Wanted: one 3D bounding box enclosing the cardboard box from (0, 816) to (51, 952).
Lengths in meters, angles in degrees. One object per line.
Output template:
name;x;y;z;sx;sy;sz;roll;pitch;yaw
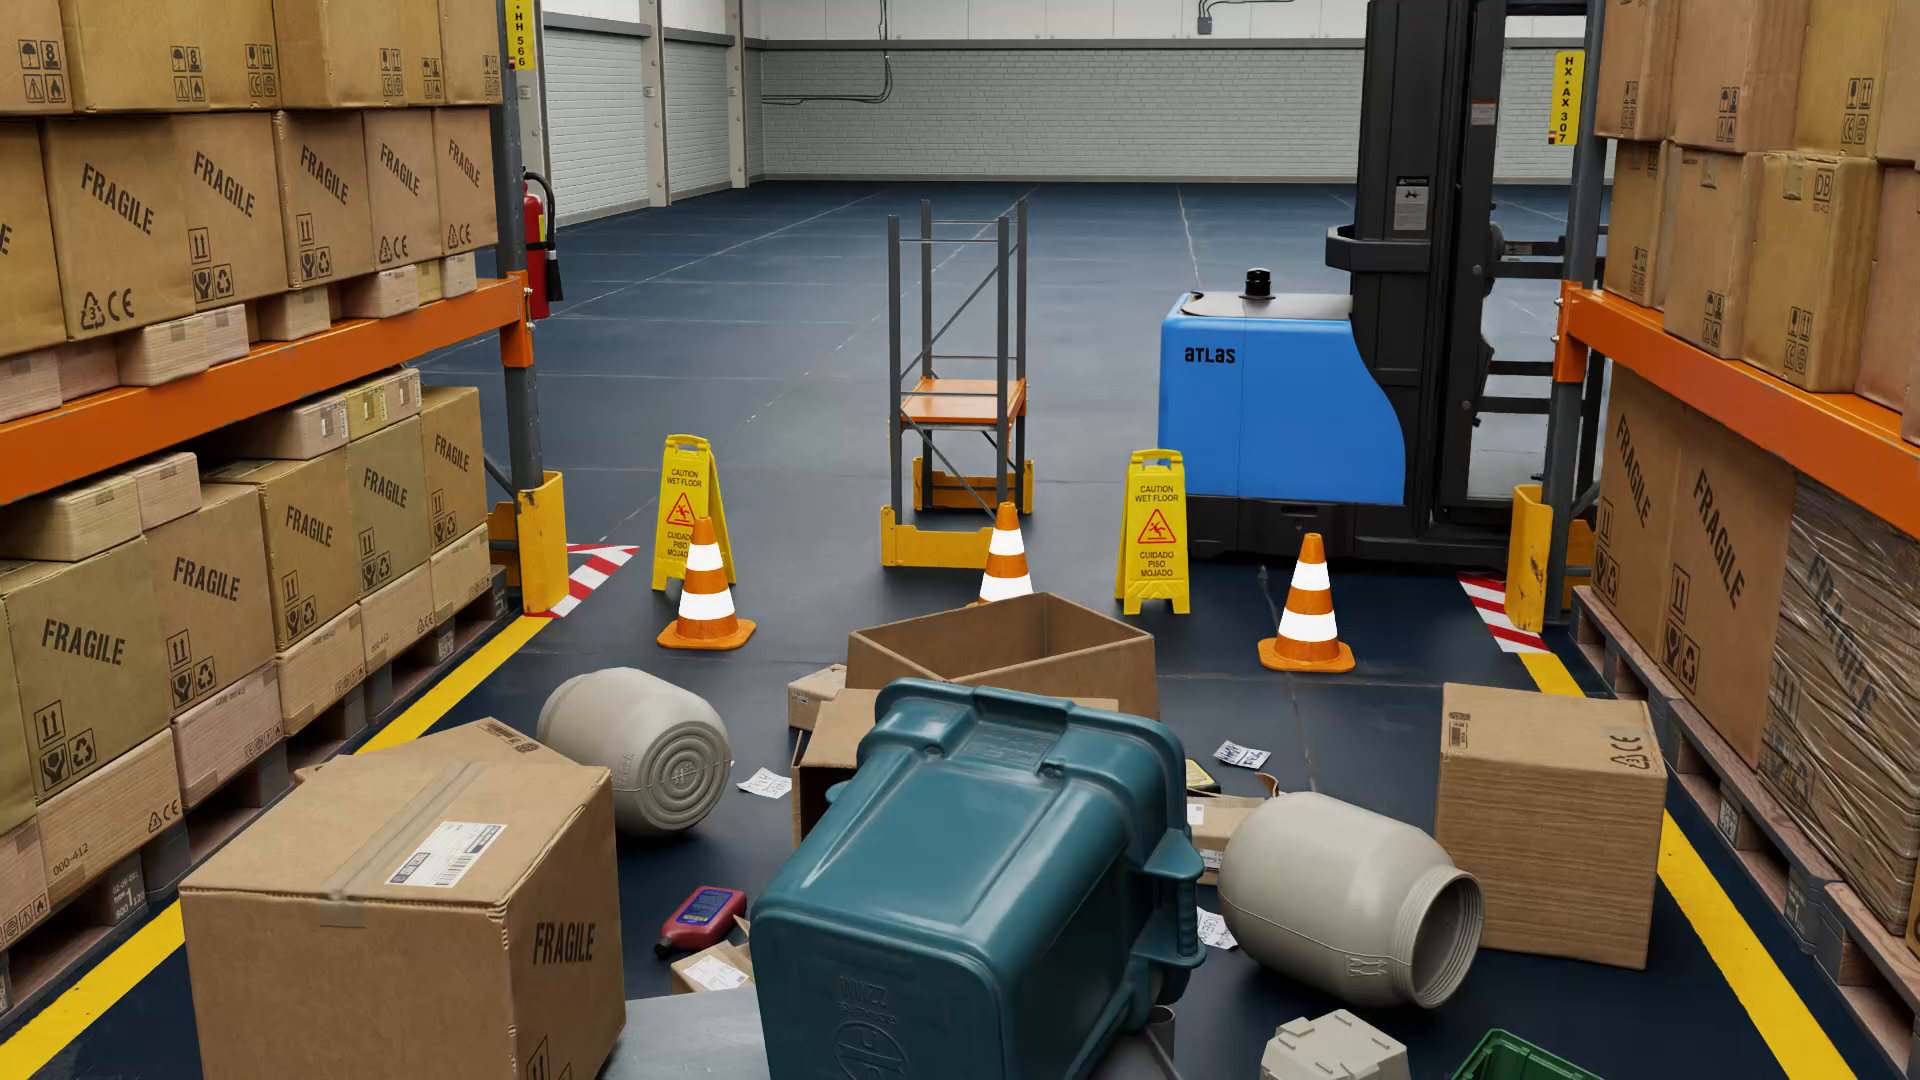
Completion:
cardboard box;-2.311;0.781;3.492;0.500;0.250;0.500;1;15;4

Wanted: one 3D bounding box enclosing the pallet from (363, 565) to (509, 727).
pallet;-2.330;0.339;6.004;1.003;0.211;1.213;2;15;6

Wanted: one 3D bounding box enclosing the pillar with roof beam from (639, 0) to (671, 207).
pillar with roof beam;-1.116;-10.221;28.223;9.100;9.000;0.400;2;15;6

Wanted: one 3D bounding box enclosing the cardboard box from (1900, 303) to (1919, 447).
cardboard box;2.353;-0.391;3.075;0.875;0.550;0.550;2;15;6

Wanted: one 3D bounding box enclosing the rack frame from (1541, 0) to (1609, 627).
rack frame;2.735;-1.117;6.046;1.000;3.000;0.127;2;15;6

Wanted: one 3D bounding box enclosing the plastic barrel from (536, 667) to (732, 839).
plastic barrel;-0.924;0.588;4.678;0.421;0.421;0.512;-14;20;-42

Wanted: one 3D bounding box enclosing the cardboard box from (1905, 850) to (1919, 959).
cardboard box;2.424;0.583;3.027;0.875;0.875;0.875;2;15;7

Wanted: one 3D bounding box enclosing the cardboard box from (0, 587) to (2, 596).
cardboard box;-2.238;0.075;3.423;0.380;0.149;0.250;2;15;7

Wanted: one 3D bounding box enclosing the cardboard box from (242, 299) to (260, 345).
cardboard box;-2.216;-0.616;4.675;0.380;0.149;0.250;2;15;6

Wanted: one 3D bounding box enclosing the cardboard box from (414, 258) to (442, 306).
cardboard box;-1.993;-0.877;5.640;0.380;0.149;0.250;1;15;5

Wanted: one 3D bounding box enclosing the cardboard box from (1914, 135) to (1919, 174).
cardboard box;2.306;-0.914;2.939;0.875;0.550;0.550;2;15;6

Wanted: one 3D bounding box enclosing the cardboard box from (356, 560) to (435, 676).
cardboard box;-2.085;0.240;5.491;0.500;0.250;0.500;2;15;6

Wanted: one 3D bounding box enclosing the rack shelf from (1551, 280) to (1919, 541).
rack shelf;2.509;-0.251;4.221;1.077;0.370;4.000;2;15;6

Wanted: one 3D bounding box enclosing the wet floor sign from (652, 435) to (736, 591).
wet floor sign;-1.110;-0.118;6.861;0.267;0.644;0.232;7;17;25

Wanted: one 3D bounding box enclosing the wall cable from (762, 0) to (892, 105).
wall cable;-3.070;-11.131;37.534;3.097;2.526;0.112;2;15;6

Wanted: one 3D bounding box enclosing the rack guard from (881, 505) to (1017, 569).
rack guard;-0.048;-0.011;7.225;0.587;0.250;0.087;2;15;6

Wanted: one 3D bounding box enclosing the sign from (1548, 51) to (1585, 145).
sign;2.184;-1.591;5.988;0.100;0.325;0.005;2;15;6

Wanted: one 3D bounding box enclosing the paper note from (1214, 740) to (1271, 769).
paper note;0.876;0.663;5.154;0.144;0.017;0.142;7;17;25

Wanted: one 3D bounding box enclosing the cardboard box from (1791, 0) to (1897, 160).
cardboard box;2.555;-1.187;3.951;0.875;0.550;0.500;2;15;6

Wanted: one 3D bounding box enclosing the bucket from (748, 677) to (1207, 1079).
bucket;0.008;0.664;2.819;0.726;0.611;0.620;7;27;25

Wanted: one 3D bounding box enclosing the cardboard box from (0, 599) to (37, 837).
cardboard box;-2.311;0.419;3.394;0.500;0.500;0.500;2;15;9

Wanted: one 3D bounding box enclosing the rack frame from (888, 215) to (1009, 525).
rack frame;-0.048;-0.614;7.061;0.500;1.500;0.032;2;15;6

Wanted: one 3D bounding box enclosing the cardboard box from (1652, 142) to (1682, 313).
cardboard box;2.698;-0.948;5.135;0.875;0.550;0.550;2;15;6

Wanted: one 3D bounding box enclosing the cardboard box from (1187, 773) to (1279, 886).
cardboard box;0.647;0.740;4.415;0.396;0.266;0.258;4;16;16

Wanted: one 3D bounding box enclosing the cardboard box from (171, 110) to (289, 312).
cardboard box;-2.179;-0.889;4.442;0.500;0.500;0.500;2;15;7

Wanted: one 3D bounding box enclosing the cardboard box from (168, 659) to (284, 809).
cardboard box;-2.205;0.504;4.514;0.500;0.250;0.500;1;15;6

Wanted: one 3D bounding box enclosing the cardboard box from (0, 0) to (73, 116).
cardboard box;-2.302;-1.113;3.355;0.700;0.500;0.500;2;15;7

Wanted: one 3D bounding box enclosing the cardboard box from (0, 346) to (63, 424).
cardboard box;-2.253;-0.350;3.691;0.380;0.149;0.250;2;15;8

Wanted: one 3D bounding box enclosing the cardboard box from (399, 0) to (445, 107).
cardboard box;-2.100;-1.641;5.307;0.700;0.500;0.500;2;15;7

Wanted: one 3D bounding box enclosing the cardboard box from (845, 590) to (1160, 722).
cardboard box;0.122;0.499;4.853;0.797;0.503;0.637;-10;18;-32

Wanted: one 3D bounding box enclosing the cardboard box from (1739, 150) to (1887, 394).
cardboard box;2.491;-0.668;4.099;0.875;0.550;0.500;2;15;6

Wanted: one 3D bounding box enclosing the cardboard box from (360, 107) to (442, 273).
cardboard box;-2.044;-1.150;5.406;0.500;0.500;0.500;2;15;6

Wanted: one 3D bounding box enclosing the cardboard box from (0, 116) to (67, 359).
cardboard box;-2.286;-0.628;3.475;0.500;0.500;0.500;2;15;6

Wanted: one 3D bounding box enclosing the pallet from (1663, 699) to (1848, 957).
pallet;2.582;0.755;4.467;1.003;0.211;1.213;2;15;6

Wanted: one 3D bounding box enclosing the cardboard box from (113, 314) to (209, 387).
cardboard box;-2.138;-0.481;4.177;0.380;0.149;0.250;2;15;7

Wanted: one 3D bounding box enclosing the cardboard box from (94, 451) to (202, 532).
cardboard box;-2.154;-0.128;4.174;0.380;0.149;0.250;3;15;9

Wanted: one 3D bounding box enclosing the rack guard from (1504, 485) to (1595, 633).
rack guard;2.738;0.084;6.395;1.175;0.500;0.348;2;15;6

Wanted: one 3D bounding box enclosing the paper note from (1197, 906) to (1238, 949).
paper note;0.618;0.952;4.099;0.172;0.023;0.155;7;17;25

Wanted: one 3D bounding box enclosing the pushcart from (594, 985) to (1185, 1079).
pushcart;-0.375;1.121;2.793;1.648;0.377;0.936;-4;16;-13

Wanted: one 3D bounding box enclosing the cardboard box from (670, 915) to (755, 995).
cardboard box;-0.422;0.973;3.556;0.258;0.266;0.396;-10;18;-32

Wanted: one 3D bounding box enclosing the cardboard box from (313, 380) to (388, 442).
cardboard box;-2.032;-0.409;5.212;0.380;0.149;0.250;2;15;7

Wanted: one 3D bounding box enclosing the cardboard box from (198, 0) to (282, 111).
cardboard box;-2.250;-1.380;4.343;0.700;0.500;0.500;2;15;6

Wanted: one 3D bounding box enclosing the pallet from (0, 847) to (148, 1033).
pallet;-2.606;0.972;3.663;1.003;0.211;1.213;2;15;6

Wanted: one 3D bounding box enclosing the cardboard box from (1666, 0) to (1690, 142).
cardboard box;2.684;-1.470;4.996;0.875;0.550;0.550;2;15;6

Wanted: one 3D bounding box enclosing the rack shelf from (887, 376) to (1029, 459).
rack shelf;0.010;-0.572;7.595;0.538;0.185;1.000;2;15;6

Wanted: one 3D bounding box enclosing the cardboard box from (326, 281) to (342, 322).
cardboard box;-2.161;-0.747;5.159;0.380;0.149;0.250;2;15;7

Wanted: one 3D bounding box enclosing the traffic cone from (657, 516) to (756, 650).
traffic cone;-0.962;0.138;6.266;0.336;0.463;0.334;2;15;6

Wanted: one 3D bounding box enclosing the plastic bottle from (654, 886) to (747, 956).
plastic bottle;-0.637;0.940;4.068;0.133;0.061;0.283;4;16;16

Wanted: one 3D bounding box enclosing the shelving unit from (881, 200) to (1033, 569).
shelving unit;0.009;-0.744;7.539;0.587;1.500;1.083;2;15;6

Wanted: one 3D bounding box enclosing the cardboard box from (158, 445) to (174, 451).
cardboard box;-2.682;-0.001;4.945;0.500;0.500;0.500;2;15;7

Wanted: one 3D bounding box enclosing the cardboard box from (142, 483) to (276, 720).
cardboard box;-2.203;0.145;4.406;0.500;0.500;0.500;3;15;9

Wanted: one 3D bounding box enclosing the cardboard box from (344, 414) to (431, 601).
cardboard box;-2.082;-0.123;5.396;0.500;0.500;0.500;2;15;8

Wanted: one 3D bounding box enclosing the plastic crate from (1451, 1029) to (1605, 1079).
plastic crate;1.001;1.167;2.878;0.450;0.188;0.662;22;25;31

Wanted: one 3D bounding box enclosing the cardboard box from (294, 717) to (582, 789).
cardboard box;-1.173;0.769;3.857;0.500;0.500;0.500;-14;20;-42

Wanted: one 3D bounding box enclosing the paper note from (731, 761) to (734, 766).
paper note;-0.718;0.697;5.065;0.032;0.001;0.123;2;15;6

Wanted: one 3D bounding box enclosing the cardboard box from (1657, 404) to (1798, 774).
cardboard box;2.627;0.112;4.766;0.875;0.875;0.875;1;15;5

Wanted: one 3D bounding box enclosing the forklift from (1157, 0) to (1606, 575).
forklift;2.421;-1.369;7.110;3.031;2.935;1.130;3;15;12
